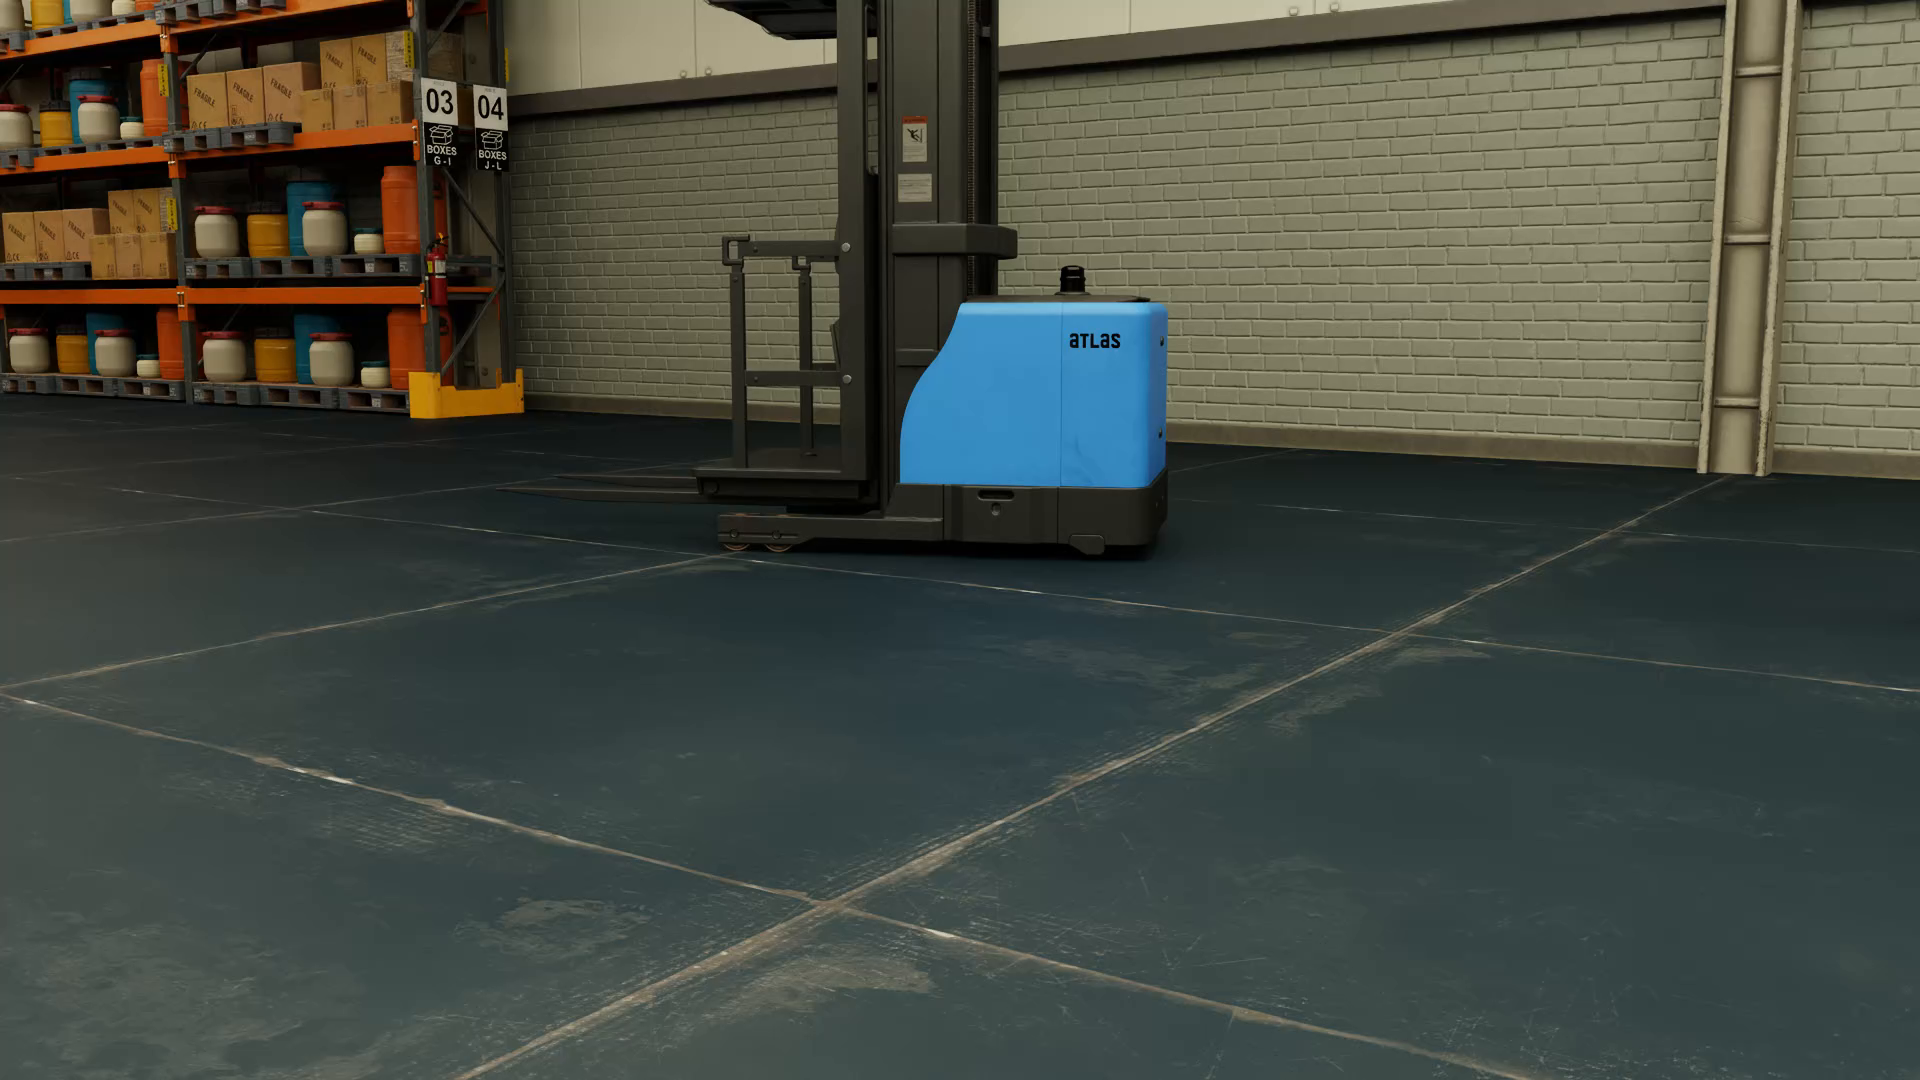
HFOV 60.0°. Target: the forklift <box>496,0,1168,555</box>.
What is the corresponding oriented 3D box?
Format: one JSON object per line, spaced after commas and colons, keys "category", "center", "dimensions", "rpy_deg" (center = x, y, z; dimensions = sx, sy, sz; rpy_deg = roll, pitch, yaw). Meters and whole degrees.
{"category": "forklift", "center": [-0.596, -1.469, 7.520], "dimensions": [3.031, 2.935, 1.130], "rpy_deg": [2, 8, 12]}
